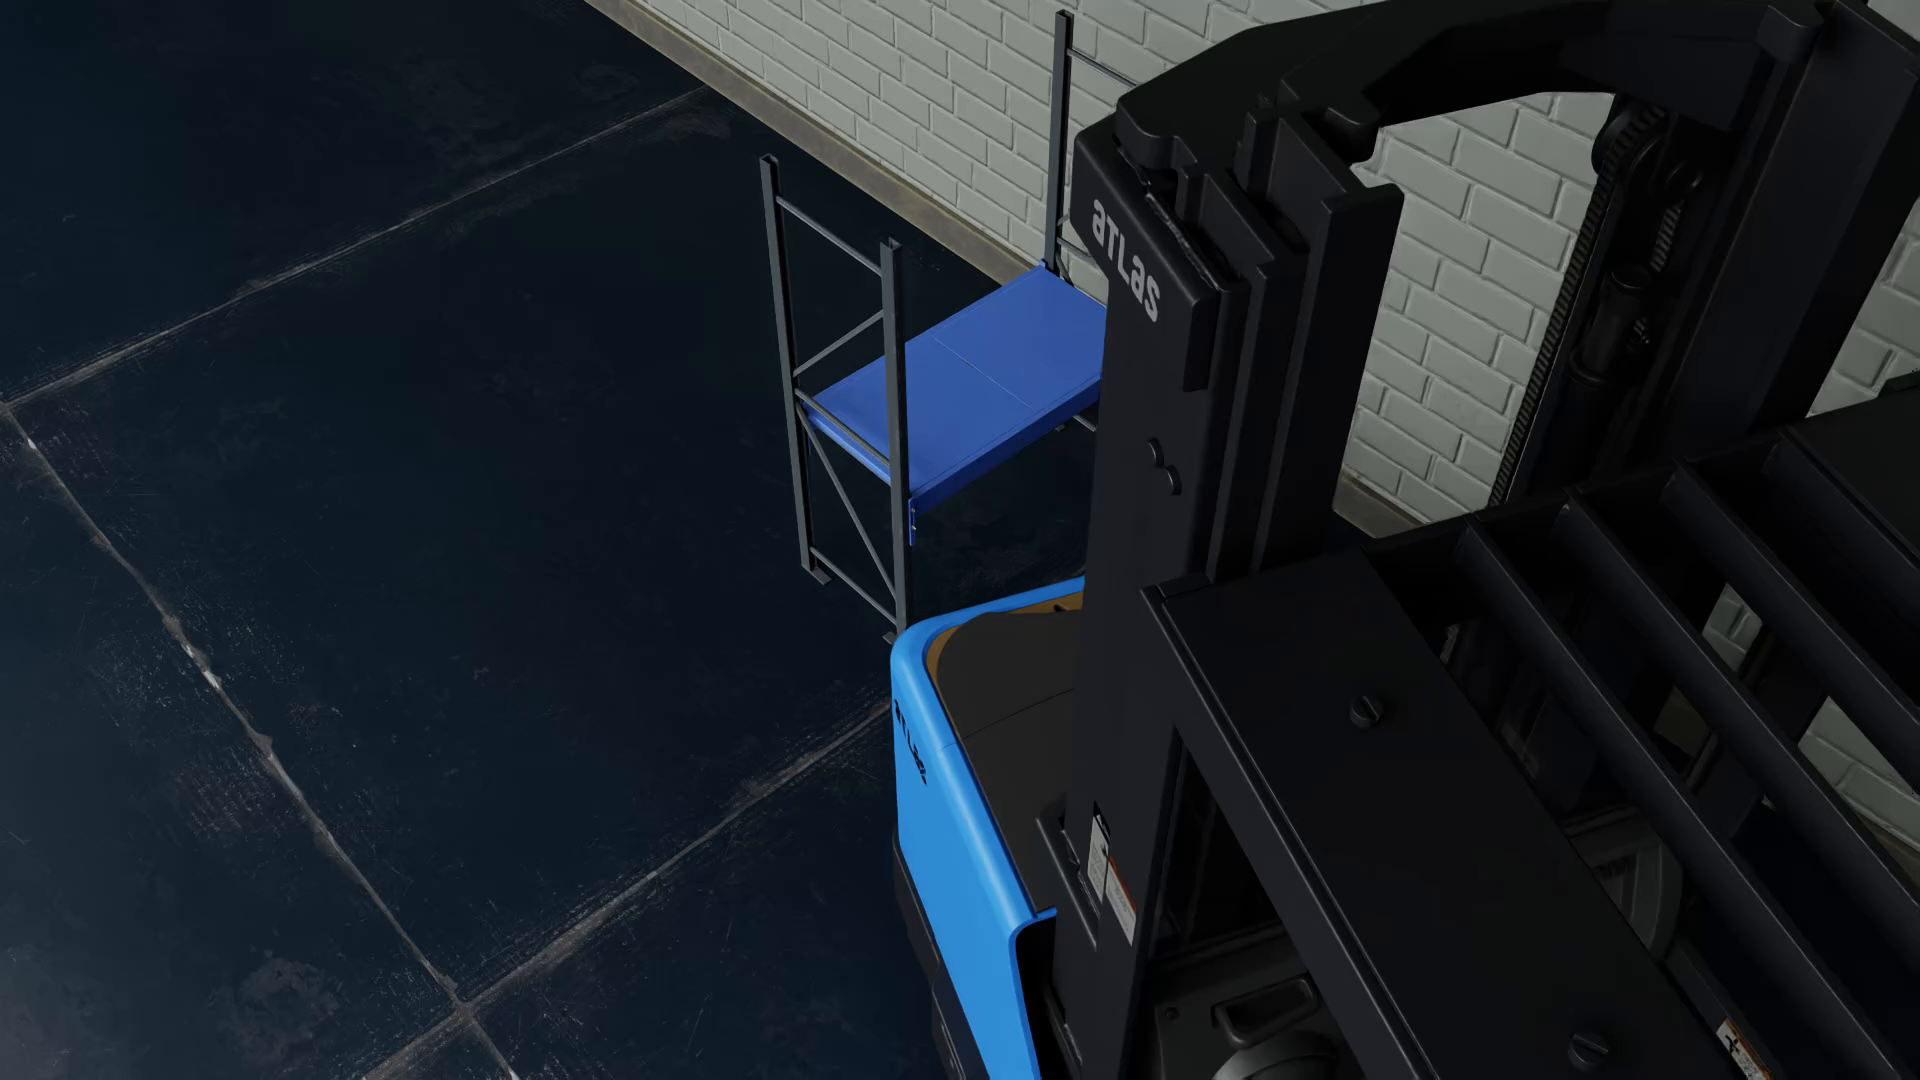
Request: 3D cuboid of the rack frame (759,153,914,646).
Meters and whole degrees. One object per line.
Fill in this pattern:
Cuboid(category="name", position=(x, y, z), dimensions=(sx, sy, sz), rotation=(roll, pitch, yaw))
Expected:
Cuboid(category="rack frame", position=(-0.313, -0.299, 4.506), dimensions=(0.032, 1.500, 0.500), rotation=(-34, 56, -27))

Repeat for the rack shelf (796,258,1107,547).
Cuboid(category="rack shelf", position=(0.063, -0.429, 4.870), dimensions=(1.000, 0.185, 0.538), rotation=(-34, 56, -27))

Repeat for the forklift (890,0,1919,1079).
Cuboid(category="forklift", position=(0.809, 0.826, 2.493), dimensions=(1.130, 2.935, 3.031), rotation=(-15, 49, -13))

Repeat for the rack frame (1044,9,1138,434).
Cuboid(category="rack frame", position=(0.439, -0.802, 4.970), dimensions=(0.032, 1.500, 0.500), rotation=(-34, 56, -27))

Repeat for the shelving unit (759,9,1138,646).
Cuboid(category="shelving unit", position=(0.063, -0.551, 4.738), dimensions=(1.048, 1.500, 0.538), rotation=(-34, 56, -27))
